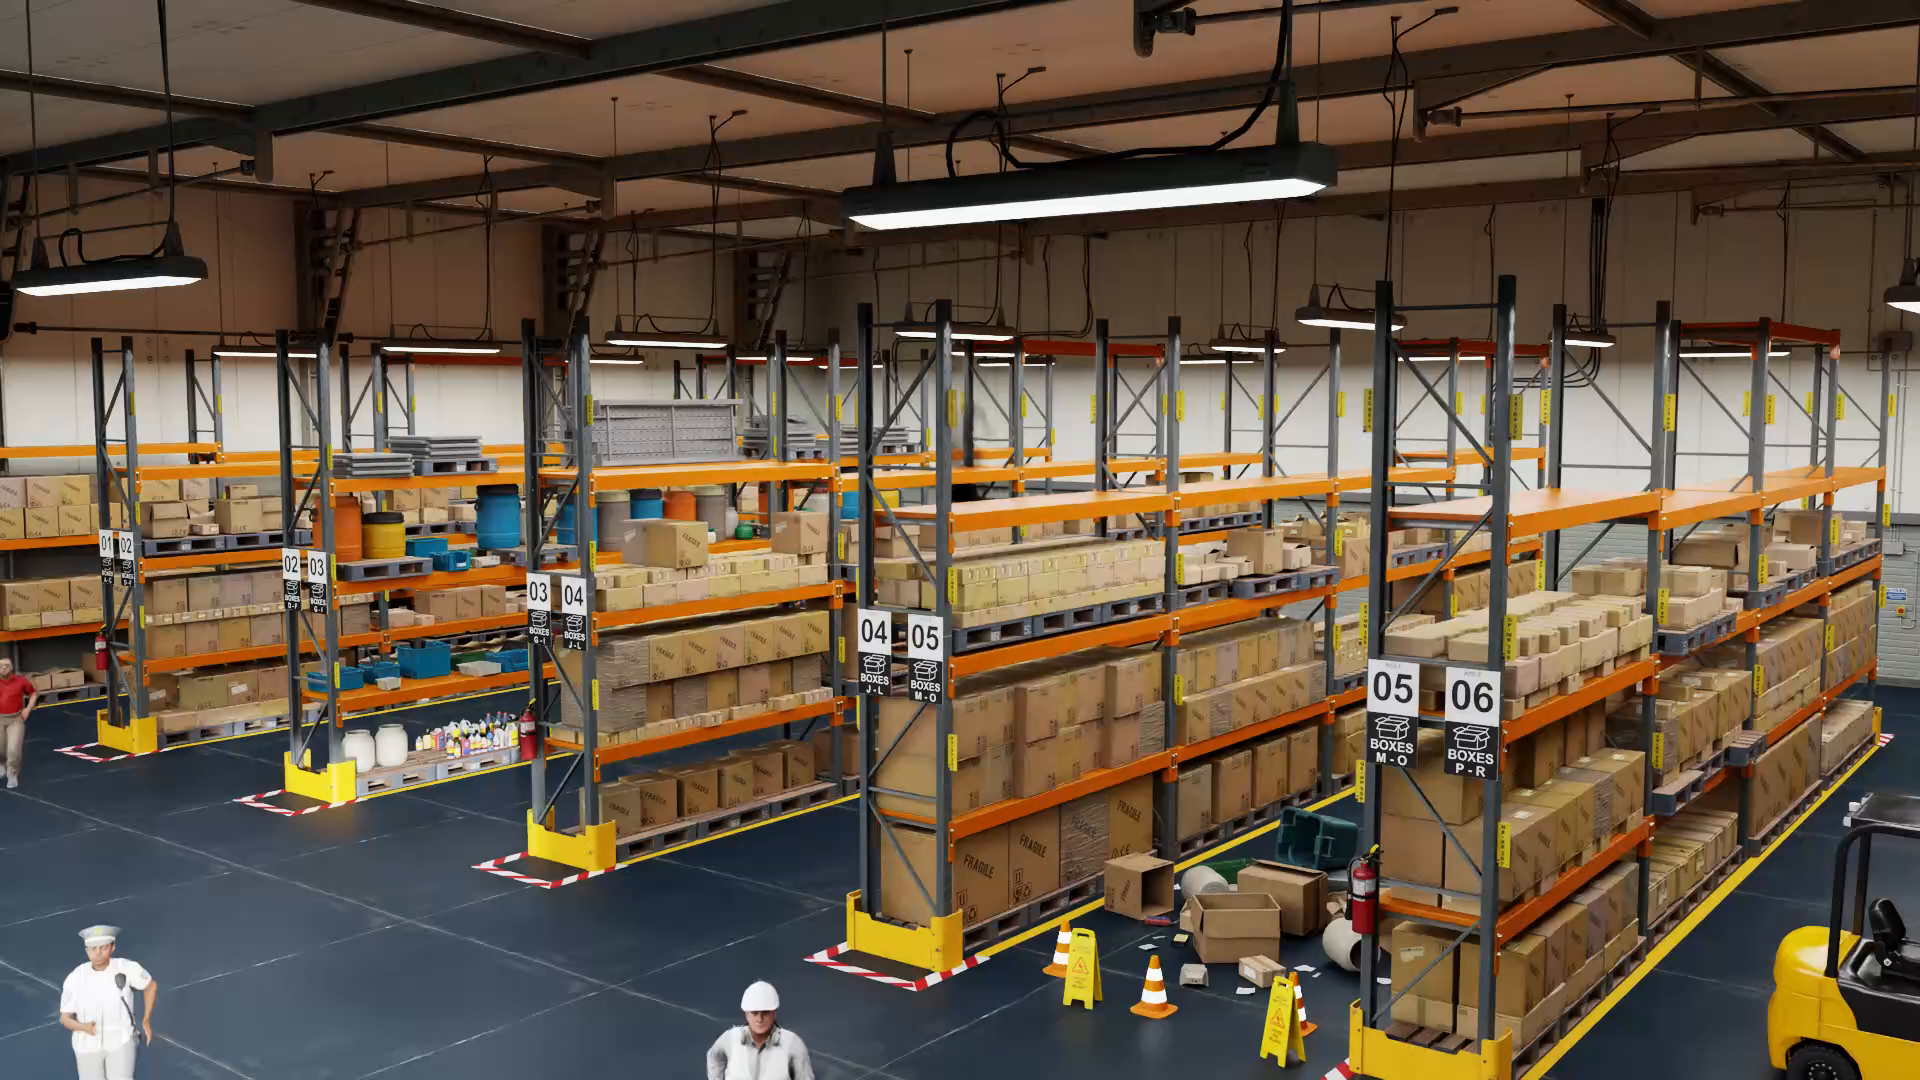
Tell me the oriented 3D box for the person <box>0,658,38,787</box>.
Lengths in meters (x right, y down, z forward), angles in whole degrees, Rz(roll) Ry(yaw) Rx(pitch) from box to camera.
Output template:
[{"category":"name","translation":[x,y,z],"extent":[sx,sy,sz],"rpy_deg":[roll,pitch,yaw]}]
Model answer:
[{"category":"person","translation":[-12.638,2.407,22.114],"extent":[0.683,1.704,0.598],"rpy_deg":[-2,6,-26]}]

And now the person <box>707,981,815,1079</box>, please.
[{"category":"person","translation":[-1.149,3.435,9.631],"extent":[0.627,1.825,0.869],"rpy_deg":[-1,5,-7]}]

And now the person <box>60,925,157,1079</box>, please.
[{"category":"person","translation":[-5.630,3.369,10.990],"extent":[0.544,1.706,0.688],"rpy_deg":[-2,5,-17]}]

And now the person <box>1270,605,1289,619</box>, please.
[{"category":"person","translation":[5.279,1.849,28.032],"extent":[0.714,1.745,0.933],"rpy_deg":[3,6,35]}]
